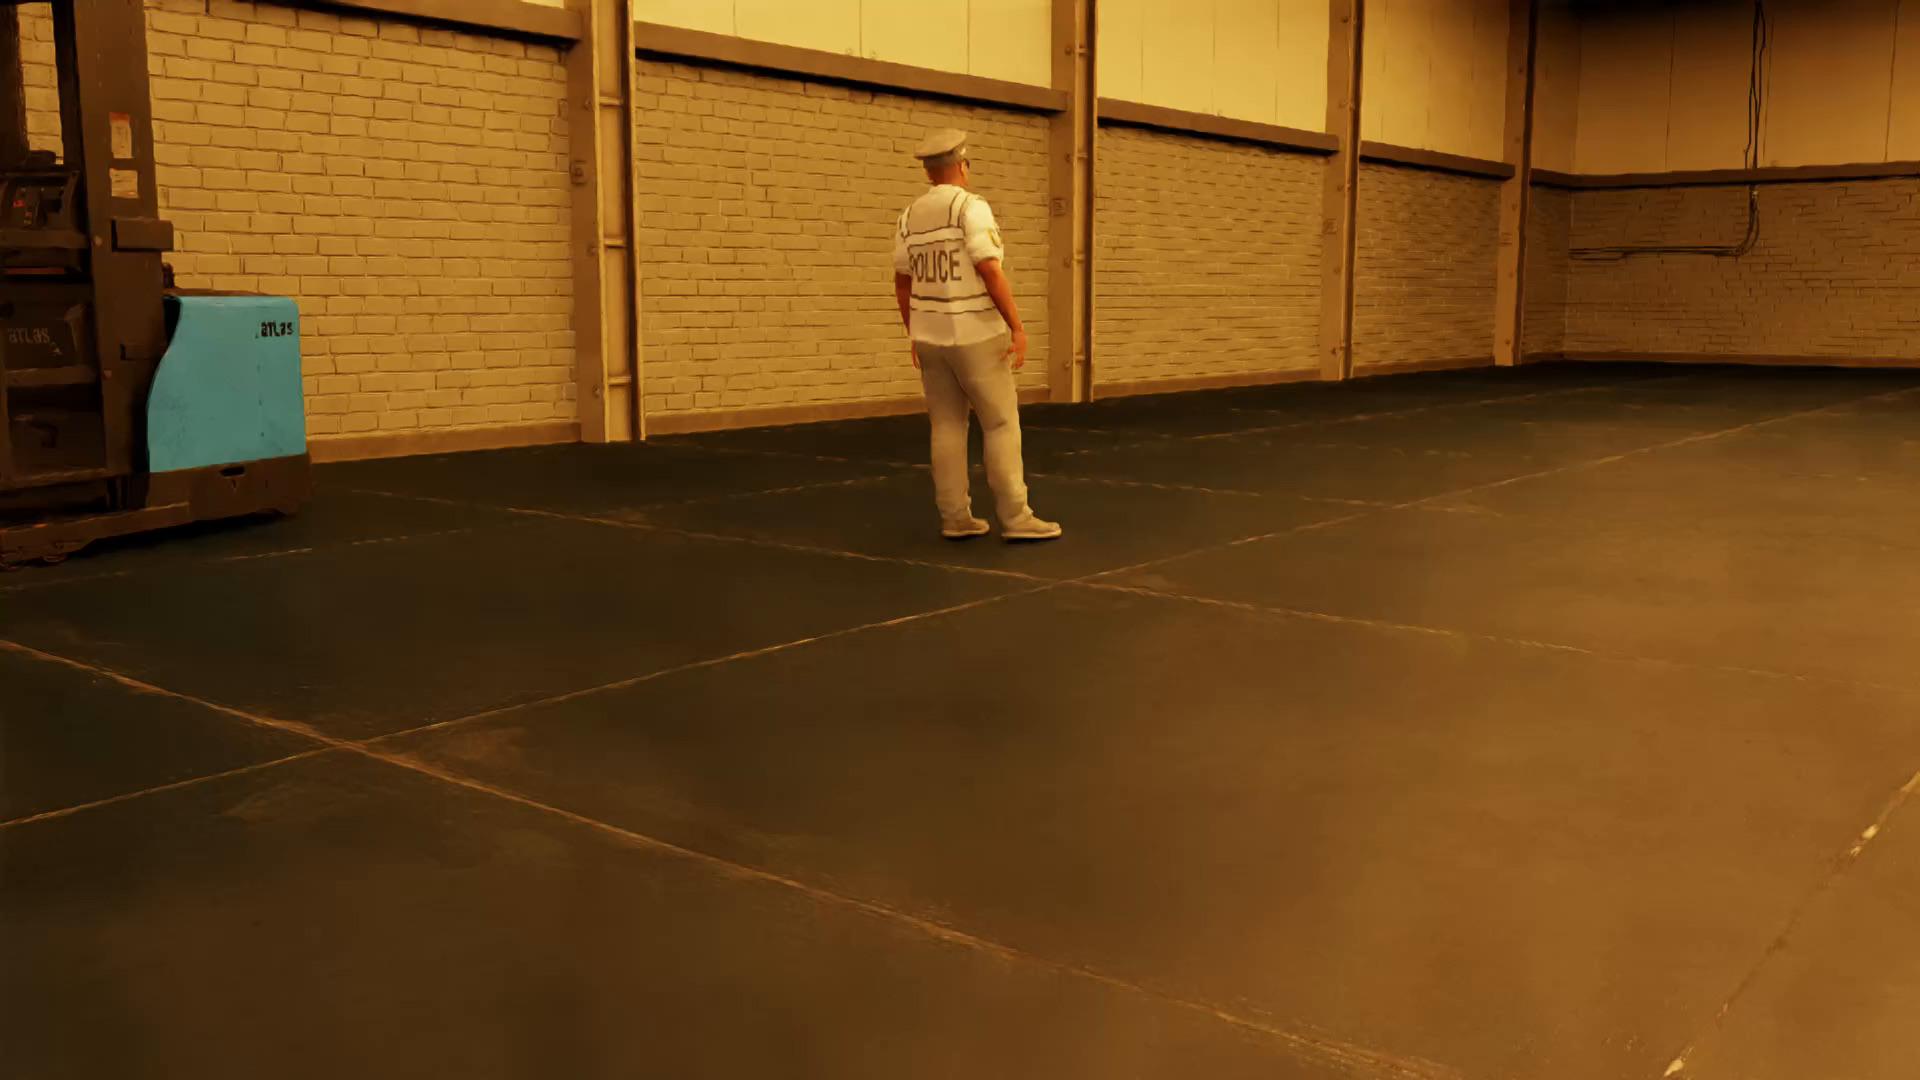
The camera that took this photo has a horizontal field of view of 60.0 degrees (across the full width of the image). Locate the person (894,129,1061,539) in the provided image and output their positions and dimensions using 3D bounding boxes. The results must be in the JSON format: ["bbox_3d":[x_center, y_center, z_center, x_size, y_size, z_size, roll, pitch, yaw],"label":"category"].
[{"bbox_3d":[0.058,-0.897,7.327,0.640,1.781,0.574,7,11,38],"label":"person"}]

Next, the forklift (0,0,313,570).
[{"bbox_3d":[-4.157,-1.395,6.815,1.130,2.935,3.031,3,9,19],"label":"forklift"}]
